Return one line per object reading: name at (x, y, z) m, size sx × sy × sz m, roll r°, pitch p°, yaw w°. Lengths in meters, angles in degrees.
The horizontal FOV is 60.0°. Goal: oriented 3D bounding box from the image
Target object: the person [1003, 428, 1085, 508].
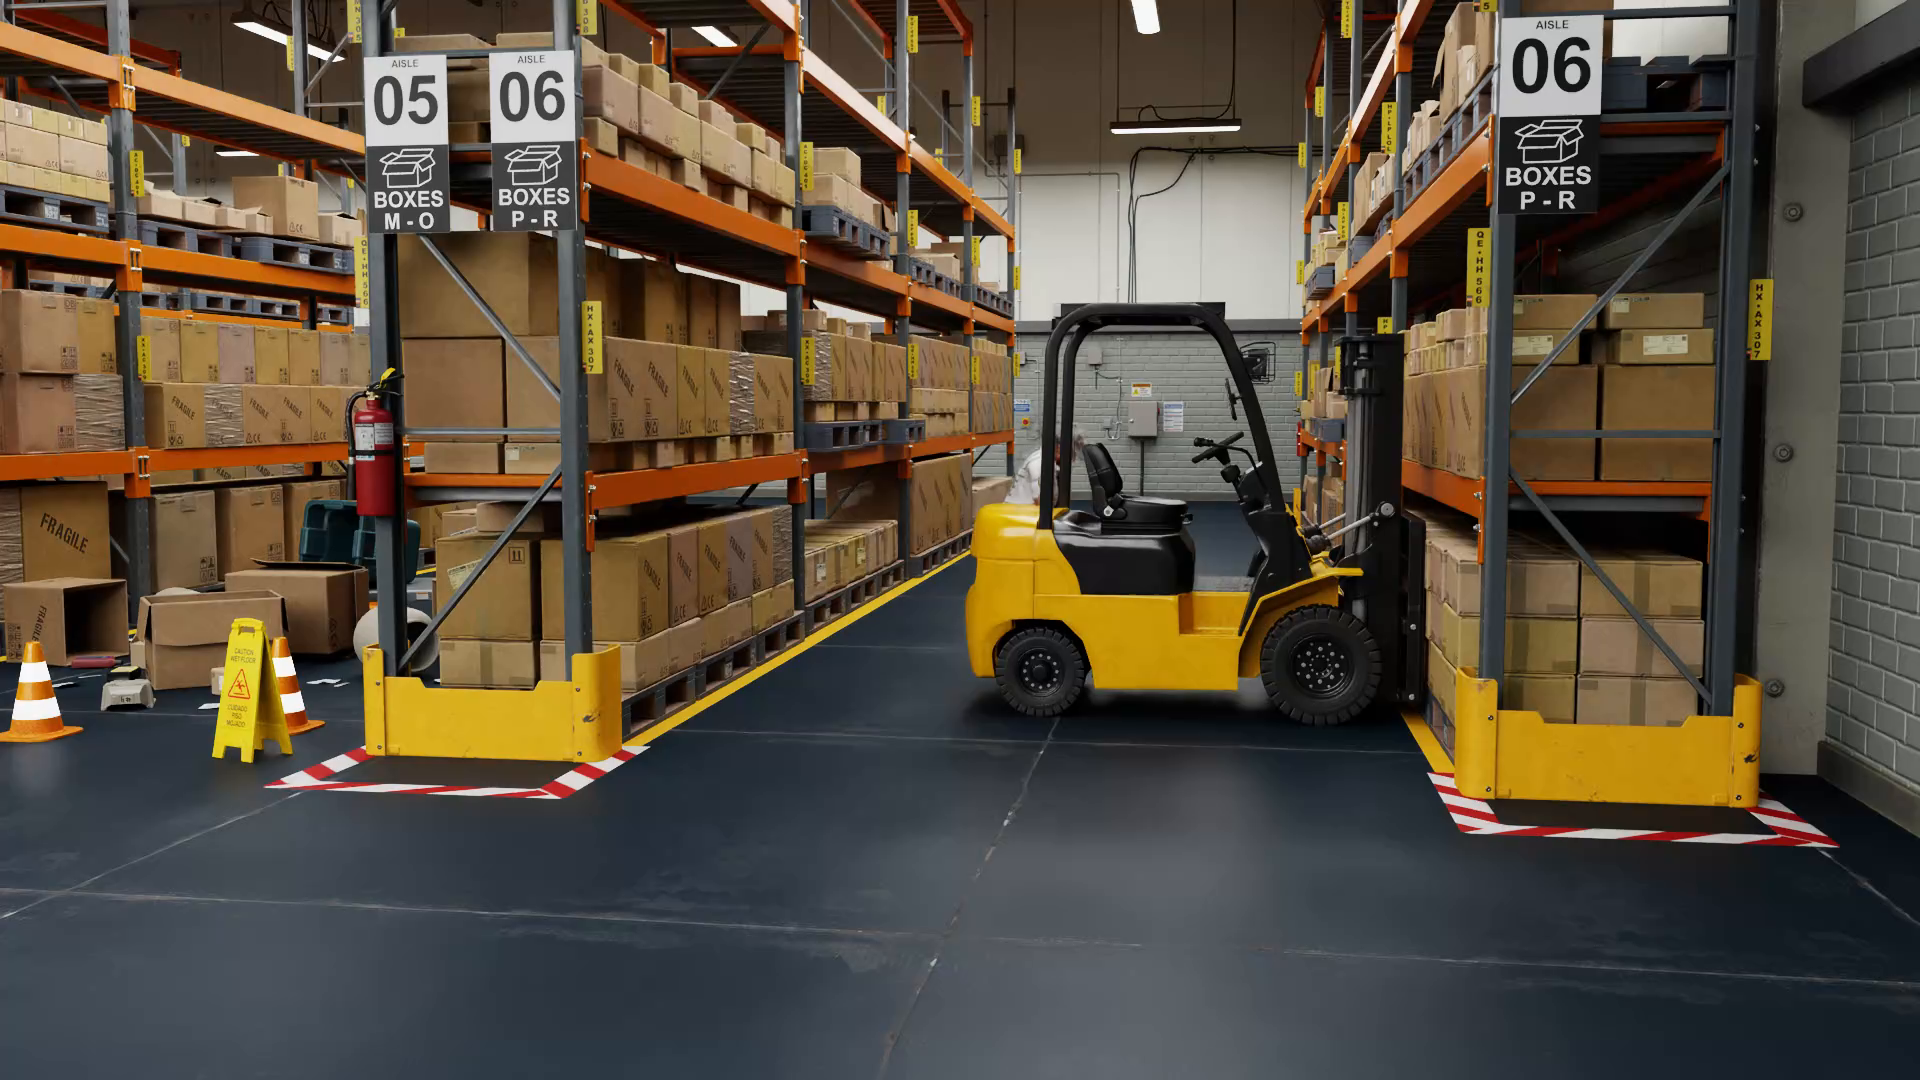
person at (0.517, 0.014, 10.817) m, size 0.632 × 1.502 × 0.525 m, roll 1°, pitch 5°, yaw 9°
